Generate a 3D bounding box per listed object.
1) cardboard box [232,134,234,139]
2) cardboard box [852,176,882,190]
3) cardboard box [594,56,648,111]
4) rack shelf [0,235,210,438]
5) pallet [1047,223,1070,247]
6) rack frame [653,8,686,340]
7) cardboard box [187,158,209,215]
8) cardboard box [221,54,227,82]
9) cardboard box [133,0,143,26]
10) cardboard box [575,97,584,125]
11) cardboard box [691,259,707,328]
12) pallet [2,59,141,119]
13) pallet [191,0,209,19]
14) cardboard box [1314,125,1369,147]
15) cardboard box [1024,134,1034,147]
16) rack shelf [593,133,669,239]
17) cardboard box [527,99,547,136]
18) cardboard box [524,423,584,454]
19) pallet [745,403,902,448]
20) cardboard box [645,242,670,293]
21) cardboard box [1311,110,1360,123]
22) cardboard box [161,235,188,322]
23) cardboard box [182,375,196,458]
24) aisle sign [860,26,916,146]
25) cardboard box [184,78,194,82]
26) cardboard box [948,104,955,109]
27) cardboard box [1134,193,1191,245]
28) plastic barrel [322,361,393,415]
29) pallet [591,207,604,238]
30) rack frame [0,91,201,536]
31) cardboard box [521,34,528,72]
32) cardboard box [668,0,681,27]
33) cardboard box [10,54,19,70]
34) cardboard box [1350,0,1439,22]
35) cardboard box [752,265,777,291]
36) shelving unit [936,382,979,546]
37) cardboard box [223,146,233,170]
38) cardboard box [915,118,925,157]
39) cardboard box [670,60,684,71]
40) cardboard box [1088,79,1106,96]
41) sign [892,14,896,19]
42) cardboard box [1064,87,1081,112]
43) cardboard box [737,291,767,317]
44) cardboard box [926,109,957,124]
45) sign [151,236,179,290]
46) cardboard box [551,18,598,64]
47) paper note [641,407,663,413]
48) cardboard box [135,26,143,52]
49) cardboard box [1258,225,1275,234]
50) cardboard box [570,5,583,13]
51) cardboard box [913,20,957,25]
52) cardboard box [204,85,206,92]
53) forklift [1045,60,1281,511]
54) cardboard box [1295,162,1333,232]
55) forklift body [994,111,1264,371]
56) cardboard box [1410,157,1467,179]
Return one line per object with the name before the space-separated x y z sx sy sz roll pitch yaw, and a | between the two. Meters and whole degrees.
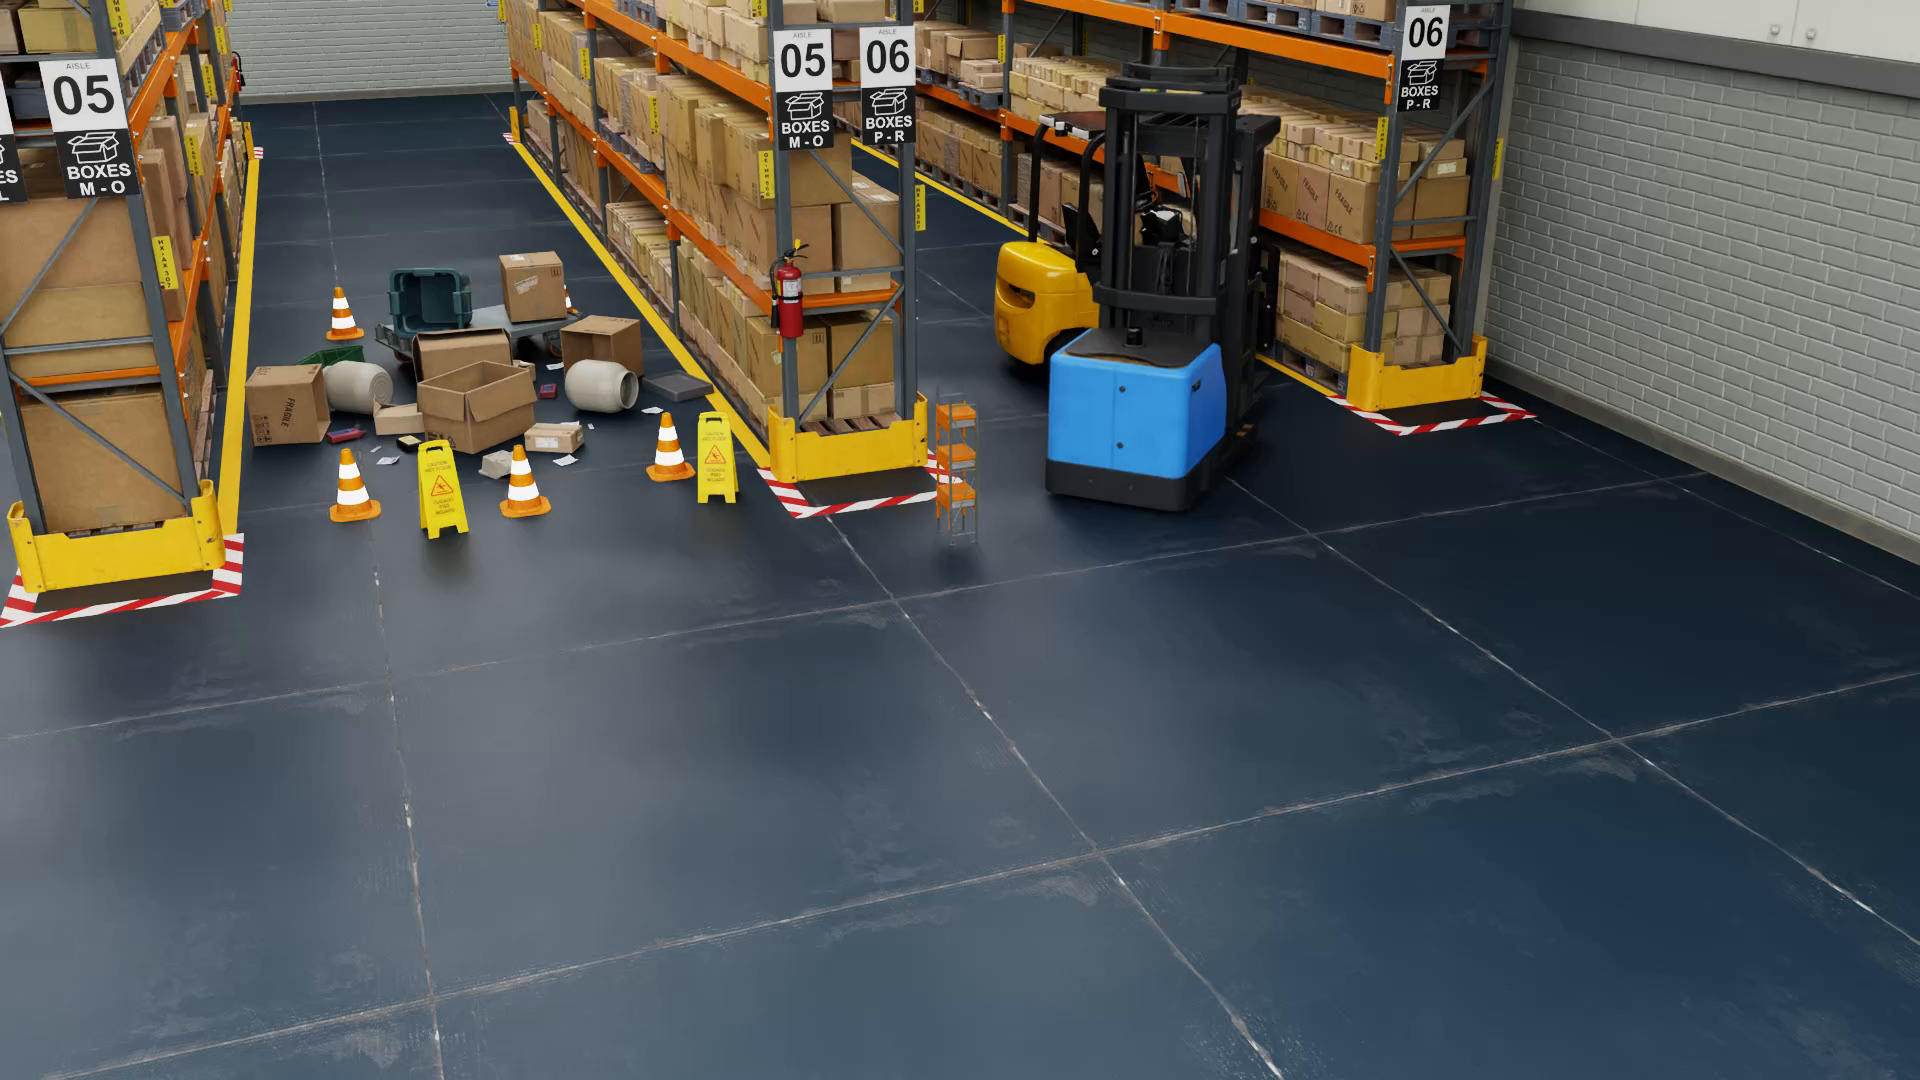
cardboard box | -10.096 -5.431 22.637 0.380 0.149 0.250 -8 24 -19
cardboard box | -0.899 -2.489 12.781 0.500 0.500 0.500 -8 24 -17
cardboard box | -3.689 -4.996 18.188 0.500 0.500 0.500 -9 24 -20
rack shelf | -6.107 -1.587 12.079 1.077 0.370 4.000 -8 24 -19
pallet | 1.692 -3.465 19.198 1.003 0.211 1.213 -8 24 -19
rack frame | -2.219 -3.361 15.362 1.000 3.000 0.127 -8 24 -19
cardboard box | -6.927 -3.102 14.620 0.500 0.500 0.500 -8 24 -19
cardboard box | -9.761 -6.128 21.416 0.500 0.500 0.500 -8 24 -19
cardboard box | -5.867 -3.642 11.307 0.500 0.250 0.500 -8 24 -19
cardboard box | -4.248 -5.077 19.626 0.500 0.250 0.500 -8 24 -18
cardboard box | -2.063 -2.189 14.614 0.500 0.500 0.500 -7 24 -17
pallet | -5.673 -2.801 10.286 1.003 0.211 1.213 -8 24 -19
pallet | -7.950 -5.167 16.028 1.213 0.211 1.003 -7 24 -17
cardboard box | 3.261 -3.451 14.228 0.380 0.149 0.250 -8 24 -19
cardboard box | 1.049 -5.170 21.496 0.380 0.149 0.250 -8 24 -17
rack shelf | -2.925 -3.756 17.226 1.077 0.370 4.000 -8 24 -19
cardboard box | -6.131 -6.508 25.586 0.875 0.438 0.875 -9 25 -21
cardboard box | -3.158 -0.793 12.939 0.380 0.149 0.250 4 23 9
pallet | -1.086 -0.950 13.233 1.003 0.211 1.213 -8 24 -19
cardboard box | -2.663 -2.794 16.861 0.950 0.372 0.625 -7 24 -16
cardboard box | 3.398 -3.789 15.031 0.380 0.149 0.250 -8 24 -19
cardboard box | -5.869 -1.807 11.482 0.875 0.550 0.550 -8 24 -19
cardboard box | -6.015 -0.963 11.867 0.875 0.875 0.875 -9 24 -20
aisle sign | -0.494 -3.125 11.456 0.394 0.787 0.004 -8 24 -19
cardboard box | -8.482 -4.928 18.097 0.380 0.149 0.250 -9 25 -21
cardboard box | -0.003 -6.196 23.932 0.380 0.149 0.250 -9 25 -21
cardboard box | 2.229 -3.331 17.807 0.875 0.625 0.625 -7 24 -17
plastic barrel | -4.978 -1.256 13.685 0.512 0.421 0.421 8 24 18
pallet | -3.840 -3.826 20.056 1.003 0.211 1.213 -8 24 -19
rack frame | -5.401 -1.192 10.215 1.000 3.000 0.127 -8 24 -19
cardboard box | -5.997 -7.006 23.882 0.500 0.500 0.500 -8 24 -17
cardboard box | -2.128 -4.427 13.841 0.500 0.250 0.500 -9 24 -19
cardboard box | -6.015 -2.957 10.195 0.380 0.149 0.250 -8 24 -18
cardboard box | 3.452 -4.385 13.132 0.500 0.500 0.500 -8 24 -17
cardboard box | -1.331 -1.975 12.397 0.380 0.149 0.250 -9 24 -20
shelving unit | -0.019 -0.503 11.092 0.215 1.050 0.252 -8 24 -19
cardboard box | -8.971 -4.514 19.811 0.500 0.250 0.500 -7 24 -16
cardboard box | -0.442 -5.785 23.791 0.500 0.500 0.500 -7 24 -17
cardboard box | -2.790 -4.934 17.207 0.380 0.149 0.250 -10 25 -22
cardboard box | 1.616 -4.942 18.150 0.380 0.149 0.250 -8 24 -19
sign | -0.907 -7.272 23.526 0.100 0.325 0.005 -8 24 -19
cardboard box | 1.487 -4.906 18.578 0.500 0.250 0.500 -8 24 -18
cardboard box | -1.525 -1.858 12.995 0.380 0.149 0.250 -8 24 -17
cardboard box | -0.253 -5.942 23.329 0.380 0.149 0.250 -10 25 -22
sign | -4.879 -1.701 10.207 0.100 0.325 0.005 -8 24 -19
cardboard box | -4.778 -6.212 20.709 0.500 0.500 0.500 -9 24 -20
paper note | -2.542 -1.078 13.768 0.142 0.019 0.148 -18 29 -37
cardboard box | -5.668 -3.325 11.068 0.380 0.149 0.250 -9 24 -19
cardboard box | 2.659 -2.845 15.851 0.500 0.250 0.500 -7 24 -17
cardboard box | -4.986 -6.981 22.534 0.500 0.500 0.500 -8 24 -19
cardboard box | -0.441 -6.983 23.287 0.700 0.500 0.500 -8 24 -18
cardboard box | -8.765 -5.082 18.844 0.380 0.149 0.250 -7 24 -17
forklift | 1.683 -2.087 12.428 1.130 2.935 3.031 10 25 23
cardboard box | 3.243 -2.969 14.302 0.500 0.500 0.500 -8 24 -17
forklift body | 1.460 -2.637 14.738 2.313 2.155 1.214 -8 24 -19
cardboard box | 3.960 -3.094 13.764 0.380 0.149 0.250 -9 24 -20
